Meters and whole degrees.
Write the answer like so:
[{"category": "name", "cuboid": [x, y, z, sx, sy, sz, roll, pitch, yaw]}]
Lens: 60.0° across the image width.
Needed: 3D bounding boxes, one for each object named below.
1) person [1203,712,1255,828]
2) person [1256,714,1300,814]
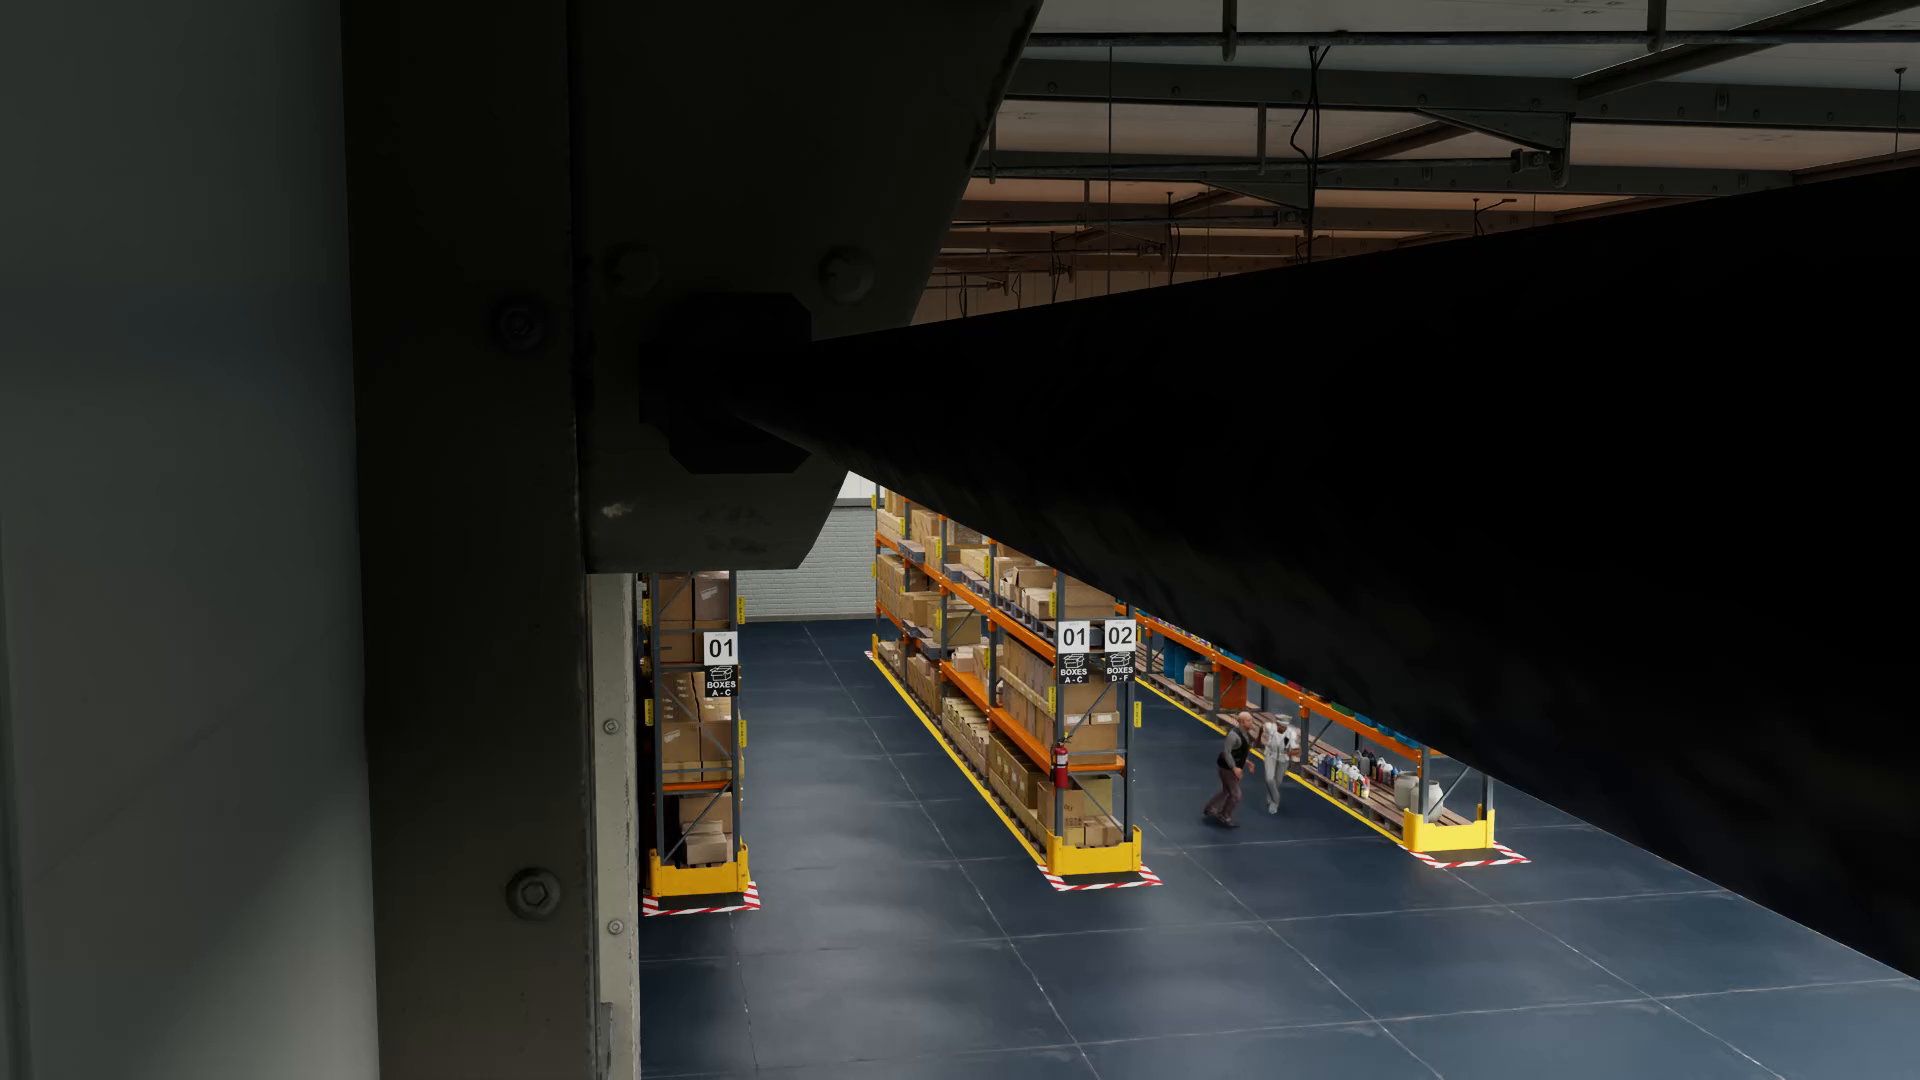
[{"category": "person", "cuboid": [3.694, 3.162, 23.004, 0.775, 1.667, 0.659, 3, 7, 28]}, {"category": "person", "cuboid": [4.551, 3.152, 23.797, 0.590, 1.460, 1.072, 1, 6, 8]}]
